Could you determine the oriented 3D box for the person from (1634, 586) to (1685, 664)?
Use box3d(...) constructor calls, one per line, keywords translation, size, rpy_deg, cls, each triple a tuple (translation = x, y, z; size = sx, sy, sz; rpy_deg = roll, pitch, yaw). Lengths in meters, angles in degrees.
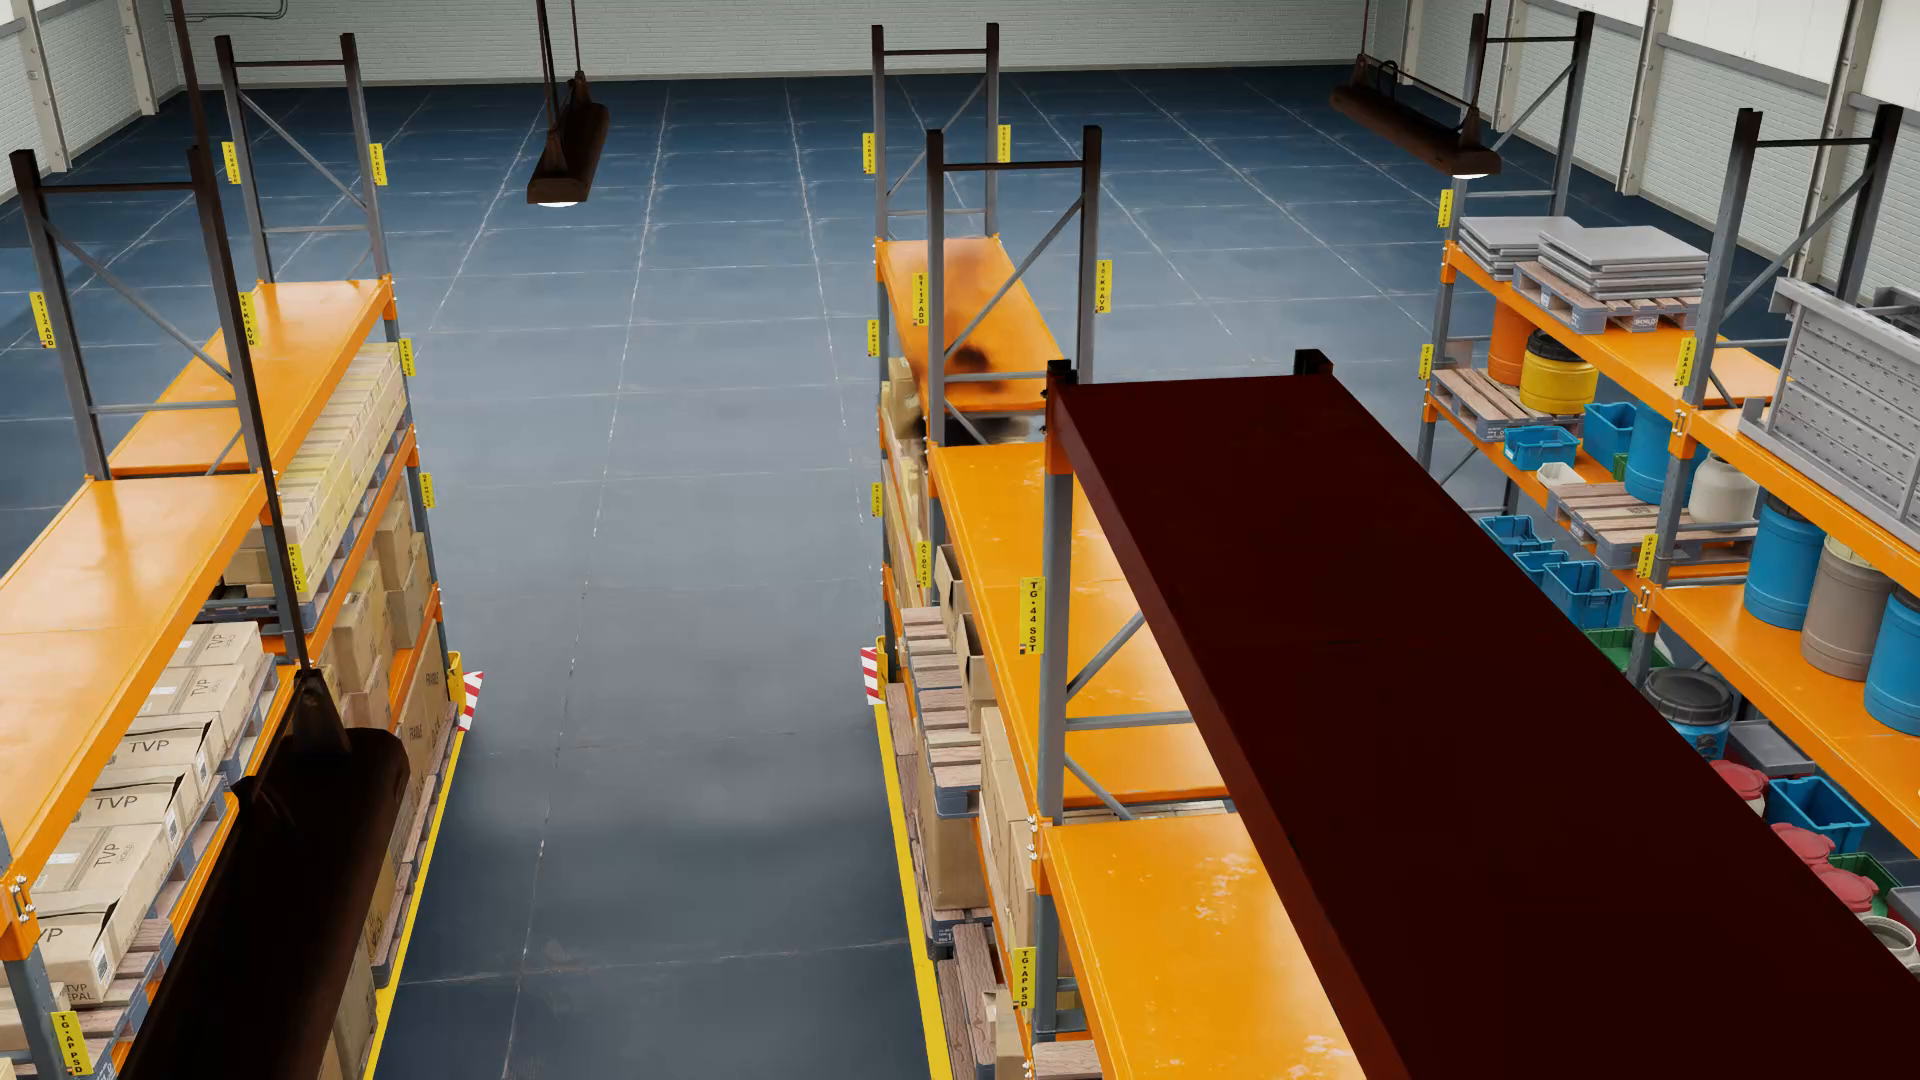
box3d(translation=(6.561, 0.524, 15.519), size=(0.608, 1.679, 0.731), rpy_deg=(-6, 26, -13), cls="person")
